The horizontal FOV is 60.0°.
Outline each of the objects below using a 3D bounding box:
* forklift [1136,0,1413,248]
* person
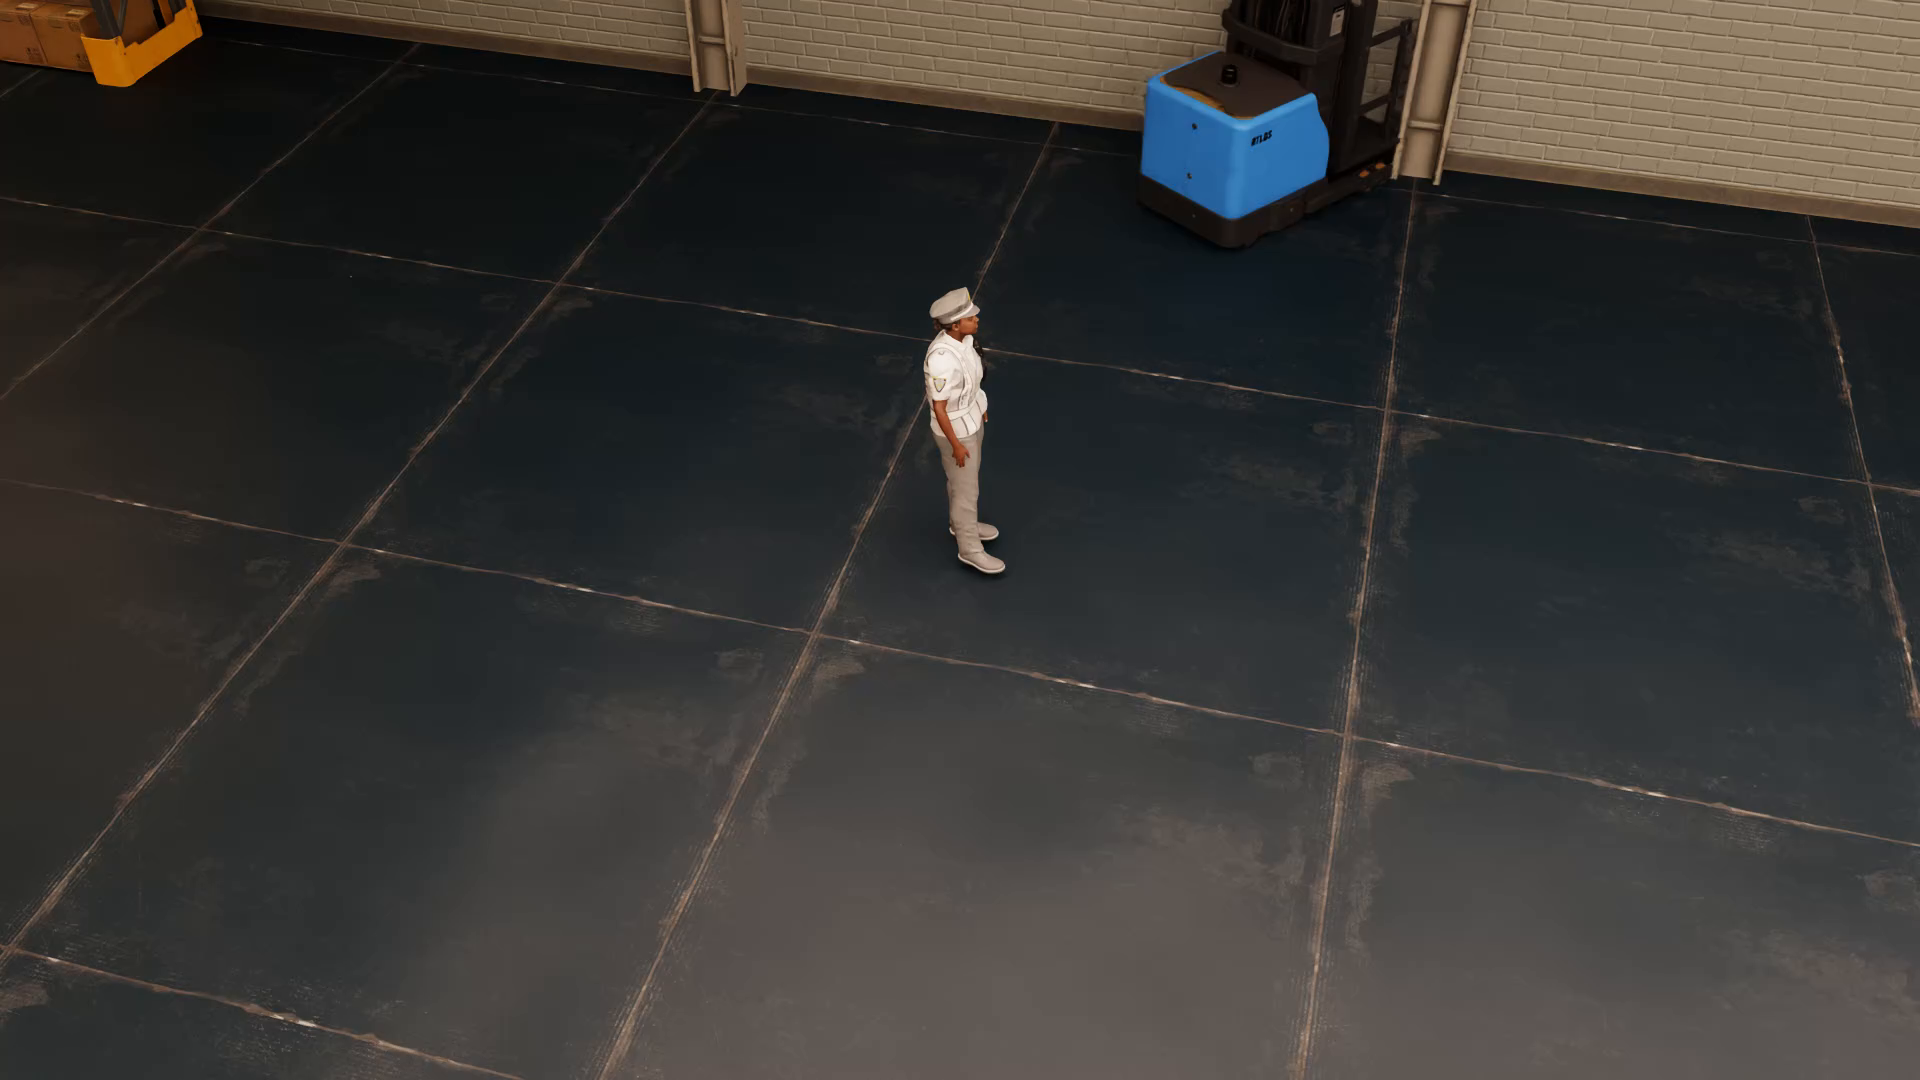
[{"bbox_3d":[2.832,-4.115,12.555,3.031,2.935,1.130,-29,49,-29],"label":"forklift"},{"bbox_3d":[0.067,-0.647,9.466,0.529,1.695,0.569,10,42,11],"label":"person"}]
